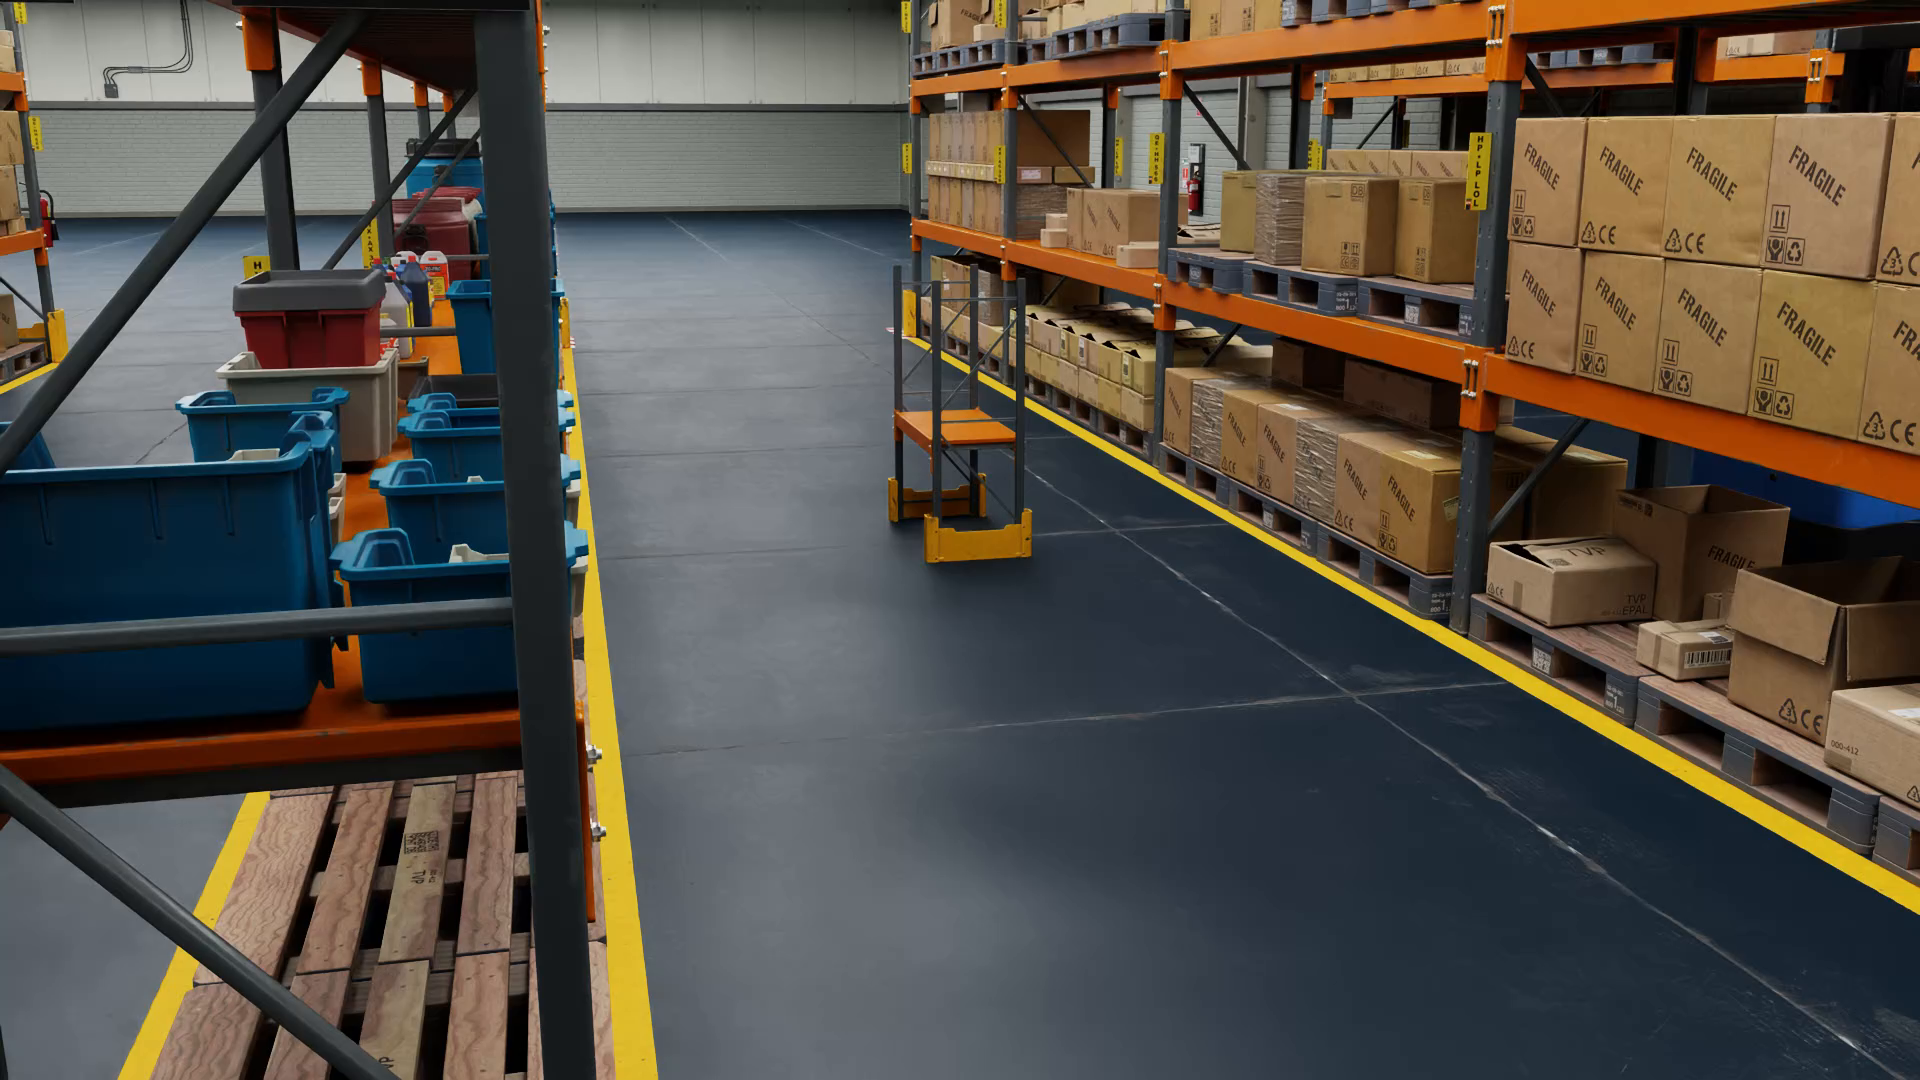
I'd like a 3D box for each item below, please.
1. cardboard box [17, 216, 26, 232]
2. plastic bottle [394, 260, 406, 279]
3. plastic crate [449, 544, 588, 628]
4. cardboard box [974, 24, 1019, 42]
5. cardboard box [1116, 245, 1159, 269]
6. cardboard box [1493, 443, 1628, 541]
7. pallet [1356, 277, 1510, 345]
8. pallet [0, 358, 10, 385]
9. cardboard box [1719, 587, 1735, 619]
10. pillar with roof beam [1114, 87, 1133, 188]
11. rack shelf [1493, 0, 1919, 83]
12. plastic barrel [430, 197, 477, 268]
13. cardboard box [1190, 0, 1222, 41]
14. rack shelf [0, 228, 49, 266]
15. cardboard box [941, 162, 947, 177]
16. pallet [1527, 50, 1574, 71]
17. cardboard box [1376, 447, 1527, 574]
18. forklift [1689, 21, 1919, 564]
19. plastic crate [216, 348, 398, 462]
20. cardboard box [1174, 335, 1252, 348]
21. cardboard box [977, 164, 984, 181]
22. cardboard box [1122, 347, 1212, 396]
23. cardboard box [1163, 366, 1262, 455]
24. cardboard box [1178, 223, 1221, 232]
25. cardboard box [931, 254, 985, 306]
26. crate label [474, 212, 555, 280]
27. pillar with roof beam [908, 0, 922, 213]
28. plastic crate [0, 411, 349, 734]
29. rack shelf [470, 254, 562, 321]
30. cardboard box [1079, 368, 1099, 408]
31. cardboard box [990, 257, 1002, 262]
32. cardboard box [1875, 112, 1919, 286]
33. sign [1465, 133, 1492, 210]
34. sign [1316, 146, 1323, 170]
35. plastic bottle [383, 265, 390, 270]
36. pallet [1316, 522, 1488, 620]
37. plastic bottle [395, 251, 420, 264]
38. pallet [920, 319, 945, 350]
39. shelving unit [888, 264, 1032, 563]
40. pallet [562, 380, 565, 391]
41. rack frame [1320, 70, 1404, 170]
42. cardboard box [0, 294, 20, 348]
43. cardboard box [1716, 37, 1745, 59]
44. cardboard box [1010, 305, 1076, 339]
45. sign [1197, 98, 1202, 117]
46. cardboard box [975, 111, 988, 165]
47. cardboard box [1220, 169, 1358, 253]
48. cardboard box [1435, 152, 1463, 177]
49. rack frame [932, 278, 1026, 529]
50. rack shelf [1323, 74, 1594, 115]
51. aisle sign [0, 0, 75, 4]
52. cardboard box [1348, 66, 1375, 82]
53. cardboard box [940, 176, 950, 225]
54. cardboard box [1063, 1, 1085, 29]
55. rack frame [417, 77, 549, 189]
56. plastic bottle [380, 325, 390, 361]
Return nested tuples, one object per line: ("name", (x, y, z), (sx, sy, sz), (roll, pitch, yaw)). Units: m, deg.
("cardboard box", (-9.410, -3.097, 16.311), (0.380, 0.149, 0.250), (-3, 14, -13))
("plastic bottle", (-3.029, -1.391, 9.073), (0.097, 0.271, 0.097), (0, 14, 0))
("plastic crate", (-0.839, 0.087, 3.179), (0.250, 0.136, 0.298), (-3, 14, -13))
("cardboard box", (0.343, -4.771, 15.666), (0.380, 0.149, 0.250), (-3, 14, -13))
("cardboard box", (1.351, -2.049, 12.021), (0.380, 0.149, 0.250), (-3, 14, -13))
("cardboard box", (2.894, -0.180, 8.185), (0.500, 0.500, 0.500), (-4, 14, -16))
("pallet", (2.689, -1.153, 8.231), (1.003, 0.211, 1.213), (-3, 14, -13))
("pallet", (-9.221, -1.430, 14.837), (1.003, 0.211, 1.213), (-3, 14, -13))
("cardboard box", (3.356, 0.325, 6.514), (0.500, 0.311, 0.500), (-3, 14, -13))
("pillar with roof beam", (-1.231, -9.430, 29.066), (9.100, 9.000, 0.400), (-3, 14, -13))
("rack shelf", (3.240, -1.702, 5.269), (1.077, 0.370, 4.000), (-3, 14, -13))
("plastic barrel", (-3.533, -2.080, 11.386), (0.421, 0.512, 0.421), (0, 14, 0))
("cardboard box", (1.966, -3.386, 10.433), (0.910, 0.500, 0.500), (-3, 14, -13))
("rack shelf", (-9.208, -2.462, 14.700), (1.077, 0.370, 4.000), (-3, 14, -13))
("cardboard box", (0.014, -3.909, 17.528), (0.380, 0.149, 0.250), (-4, 14, -14))
("pallet", (5.747, -4.396, 15.175), (1.213, 0.211, 1.003), (-3, 14, -13))
("cardboard box", (2.376, -0.153, 8.073), (0.500, 0.500, 0.500), (-3, 14, -13))
("forklift", (5.554, -1.440, 9.144), (3.031, 2.935, 1.130), (-7, 15, -26))
("plastic crate", (-1.866, -0.390, 4.825), (0.437, 0.282, 0.530), (-3, 14, -13))
("cardboard box", (1.862, -1.377, 12.471), (0.500, 0.311, 0.500), (-4, 14, -15))
("cardboard box", (0.382, -3.551, 16.063), (0.380, 0.149, 0.250), (-3, 14, -13))
("cardboard box", (1.469, -1.226, 11.854), (0.500, 0.311, 0.500), (-3, 14, -12))
("cardboard box", (1.660, -0.857, 10.955), (0.500, 0.500, 0.500), (-3, 14, -11))
("cardboard box", (1.809, -2.152, 12.105), (0.500, 0.311, 0.500), (-3, 14, -14))
("cardboard box", (-0.019, -2.805, 17.918), (0.500, 0.500, 0.500), (-3, 14, -13))
("crate label", (-2.955, -1.965, 11.074), (0.502, 0.435, 0.616), (-3, 14, -13))
("pillar with roof beam", (-5.458, -13.583, 46.063), (9.100, 9.000, 0.400), (-3, 14, -13))
("plastic crate", (-1.366, 0.029, 2.787), (0.616, 0.435, 0.499), (-3, 14, -13))
("rack shelf", (-3.454, -1.815, 12.053), (1.077, 0.370, 4.000), (-3, 14, -13))
("cardboard box", (1.231, -1.190, 12.884), (0.500, 0.250, 0.500), (-3, 14, -12))
("cardboard box", (0.617, -2.720, 17.568), (0.500, 0.500, 0.500), (-3, 14, -13))
("cardboard box", (3.092, -0.991, 4.844), (0.500, 0.500, 0.500), (-3, 14, -12))
("sign", (2.232, -1.587, 7.161), (0.100, 0.325, 0.005), (-3, 14, -13))
("sign", (4.239, -4.491, 19.666), (0.100, 0.325, 0.005), (-3, 14, -13))
("plastic bottle", (-3.002, -1.304, 8.715), (0.097, 0.271, 0.097), (0, 14, 0))
("pallet", (2.543, 0.113, 8.519), (1.003, 0.211, 1.213), (-3, 14, -13))
("plastic bottle", (-3.197, -1.525, 9.611), (0.152, 0.276, 0.135), (-3, 14, -13))
("pallet", (0.173, -2.296, 18.378), (1.003, 0.211, 1.213), (-3, 14, -13))
("shelving unit", (-0.018, -0.746, 9.321), (0.587, 1.500, 1.083), (-3, 14, -13))
("pallet", (-3.702, -1.093, 13.454), (1.003, 0.211, 1.213), (-3, 14, -13))
("rack frame", (4.767, -4.101, 19.893), (1.000, 3.000, 0.127), (-3, 14, -13))
("cardboard box", (-9.547, -2.118, 16.156), (0.500, 0.500, 0.500), (-1, 14, -3))
("cardboard box", (6.431, -4.077, 13.214), (0.797, 0.503, 0.637), (-1, 14, -5))
("cardboard box", (0.747, -1.933, 14.745), (0.500, 0.311, 0.500), (-3, 14, -13))
("sign", (3.914, -7.078, 27.192), (0.001, 0.298, 0.199), (-3, 14, -13))
("cardboard box", (0.544, -3.914, 16.184), (0.700, 0.500, 0.500), (-3, 14, -13))
("cardboard box", (2.089, -2.092, 10.575), (0.700, 0.500, 0.500), (-9, 16, -32))
("cardboard box", (5.172, -3.686, 16.888), (0.500, 0.500, 0.500), (-3, 14, -14))
("rack frame", (0.099, -0.631, 8.850), (0.500, 1.500, 0.032), (-3, 14, -13))
("rack shelf", (5.236, -4.747, 17.734), (1.077, 0.370, 4.000), (-3, 14, -13))
("aisle sign", (-1.374, -1.088, 2.081), (0.394, 0.787, 0.004), (-3, 14, -13))
("cardboard box", (4.694, -5.400, 18.635), (0.500, 0.500, 0.500), (-2, 14, -9))
("cardboard box", (0.177, -3.643, 17.809), (0.700, 0.500, 0.500), (-3, 14, -12))
("cardboard box", (1.159, -4.220, 13.492), (0.500, 0.250, 0.500), (-5, 15, -19))
("rack frame", (-3.924, -2.626, 13.856), (1.000, 3.000, 0.127), (-3, 14, -13))
("plastic bottle", (-2.335, -0.768, 6.670), (0.097, 0.201, 0.097), (0, 14, 0))
